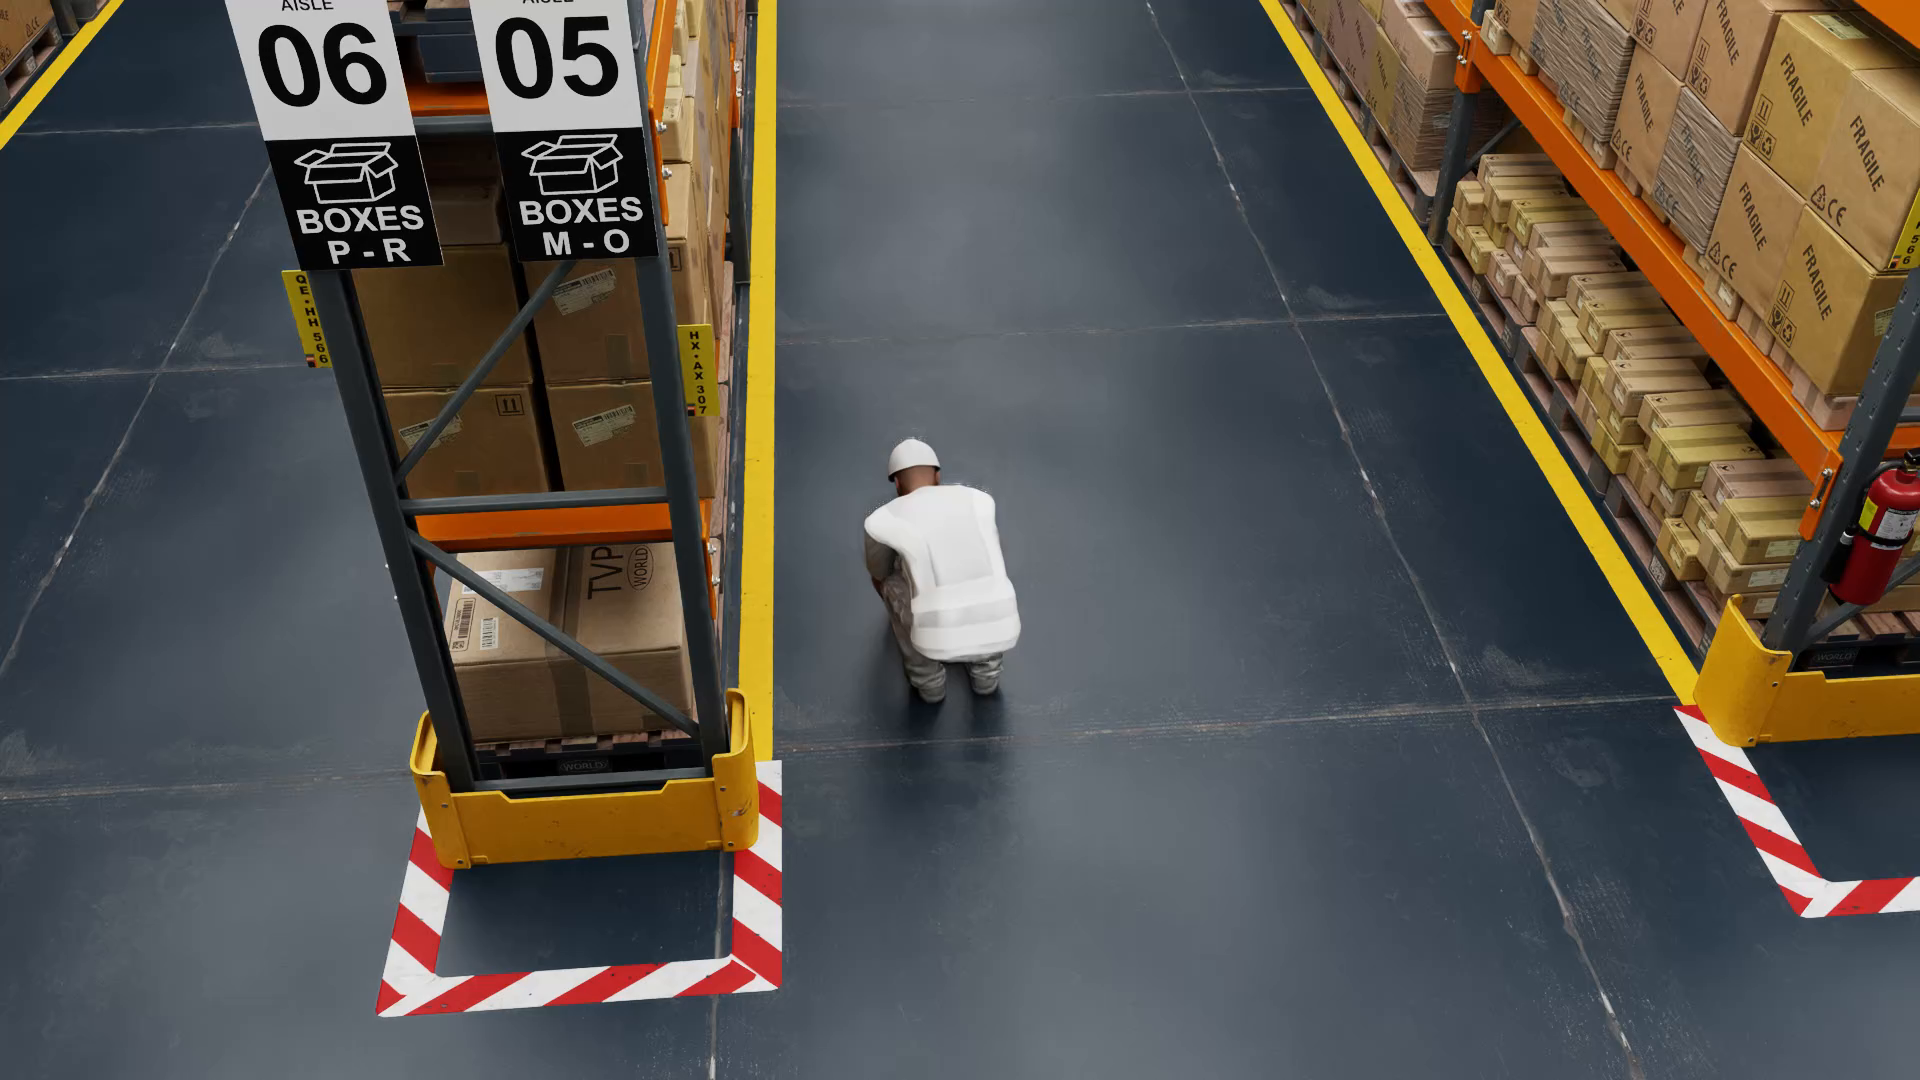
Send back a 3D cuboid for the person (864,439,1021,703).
[{"bbox_3d":[-0.079,0.169,6.646,0.571,0.892,0.900,-8,39,-9],"label":"person"}]
